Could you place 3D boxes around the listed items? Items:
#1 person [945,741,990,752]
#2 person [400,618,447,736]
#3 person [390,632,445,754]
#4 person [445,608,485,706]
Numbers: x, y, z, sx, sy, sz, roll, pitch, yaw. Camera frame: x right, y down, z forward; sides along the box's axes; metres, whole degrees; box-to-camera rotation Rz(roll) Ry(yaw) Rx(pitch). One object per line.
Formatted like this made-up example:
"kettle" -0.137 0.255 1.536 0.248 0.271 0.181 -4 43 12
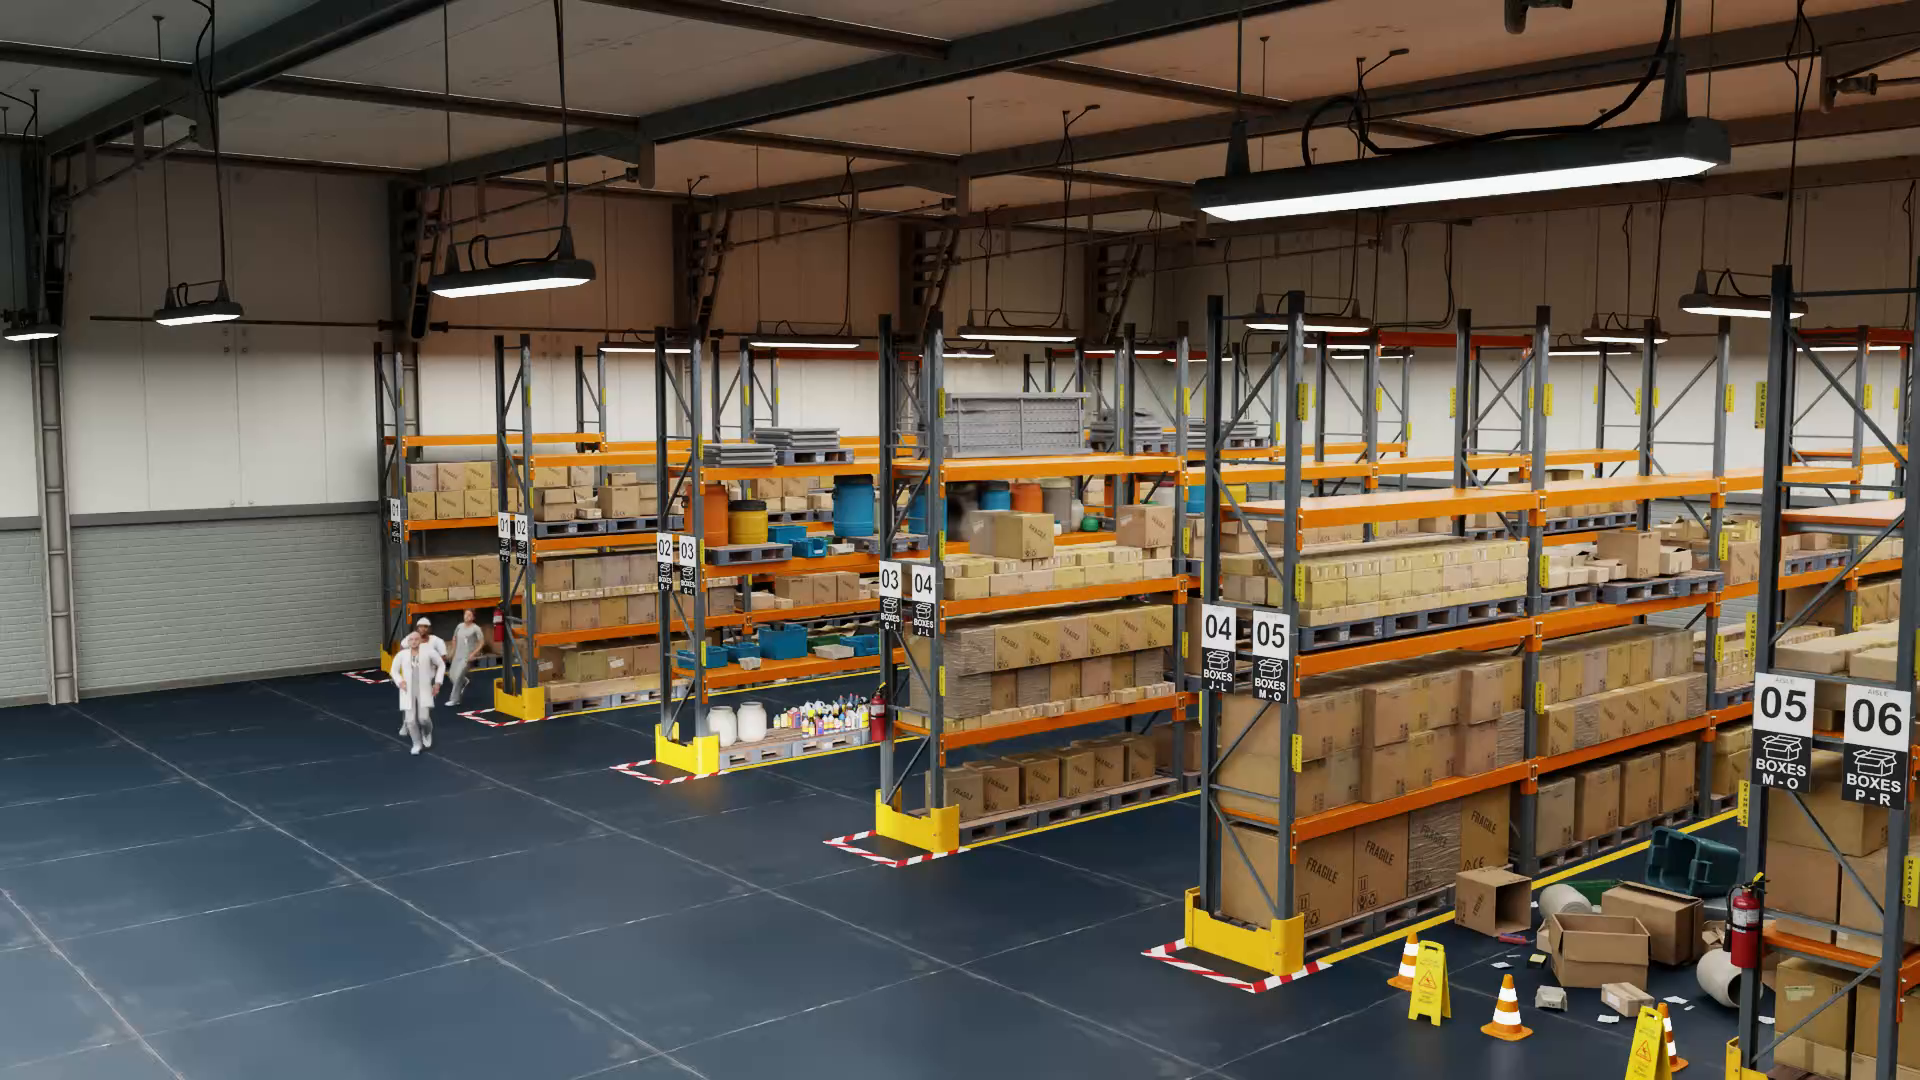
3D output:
"person" 0.095 1.946 22.362 0.665 1.802 0.910 4 6 37
"person" -8.049 2.039 24.916 0.702 1.782 0.716 -1 5 -15
"person" -7.672 2.157 23.529 0.743 1.734 0.657 -1 5 -12
"person" -8.040 1.897 27.131 0.594 1.595 0.556 1 5 14
